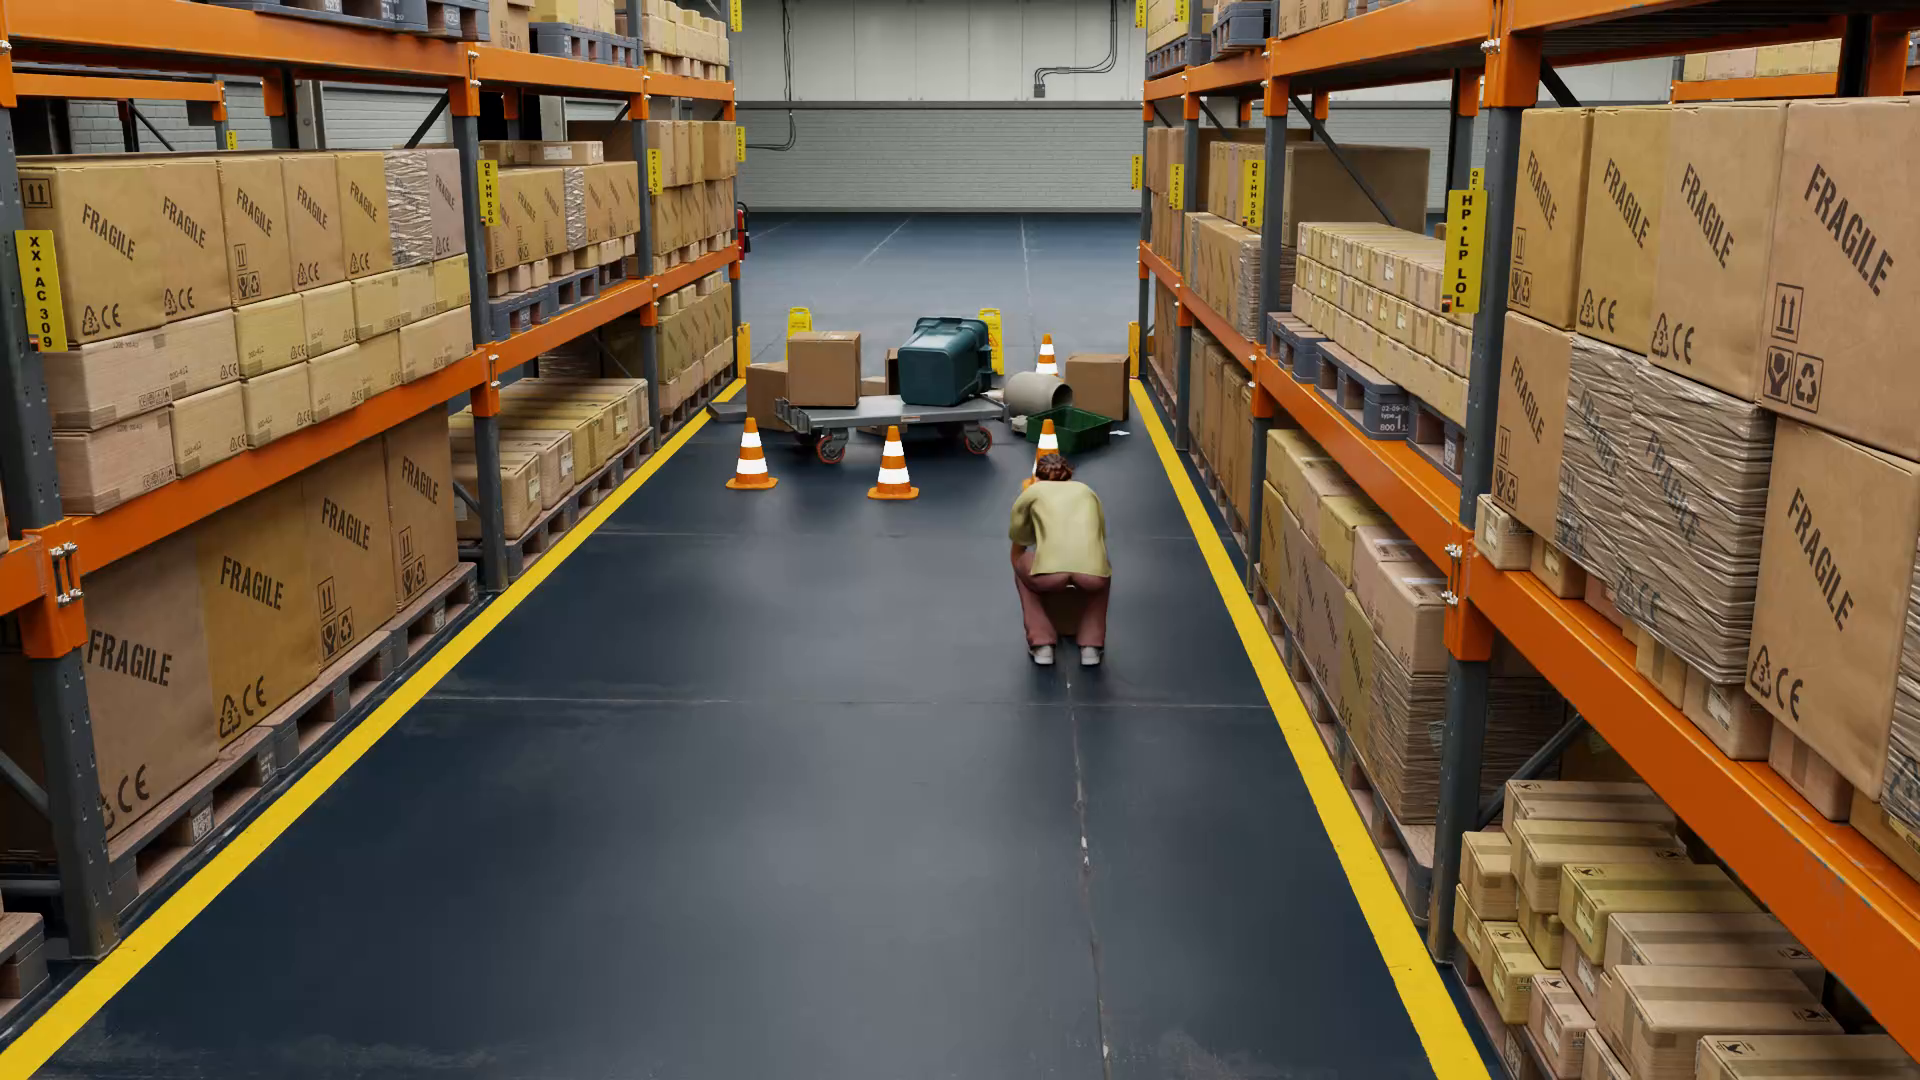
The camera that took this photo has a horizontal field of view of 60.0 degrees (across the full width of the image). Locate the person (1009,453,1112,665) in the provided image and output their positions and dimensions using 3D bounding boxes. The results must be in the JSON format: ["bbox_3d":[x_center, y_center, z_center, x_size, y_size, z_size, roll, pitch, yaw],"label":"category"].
[{"bbox_3d":[0.472,0.089,7.777,0.489,0.890,0.799,0,14,1],"label":"person"}]
